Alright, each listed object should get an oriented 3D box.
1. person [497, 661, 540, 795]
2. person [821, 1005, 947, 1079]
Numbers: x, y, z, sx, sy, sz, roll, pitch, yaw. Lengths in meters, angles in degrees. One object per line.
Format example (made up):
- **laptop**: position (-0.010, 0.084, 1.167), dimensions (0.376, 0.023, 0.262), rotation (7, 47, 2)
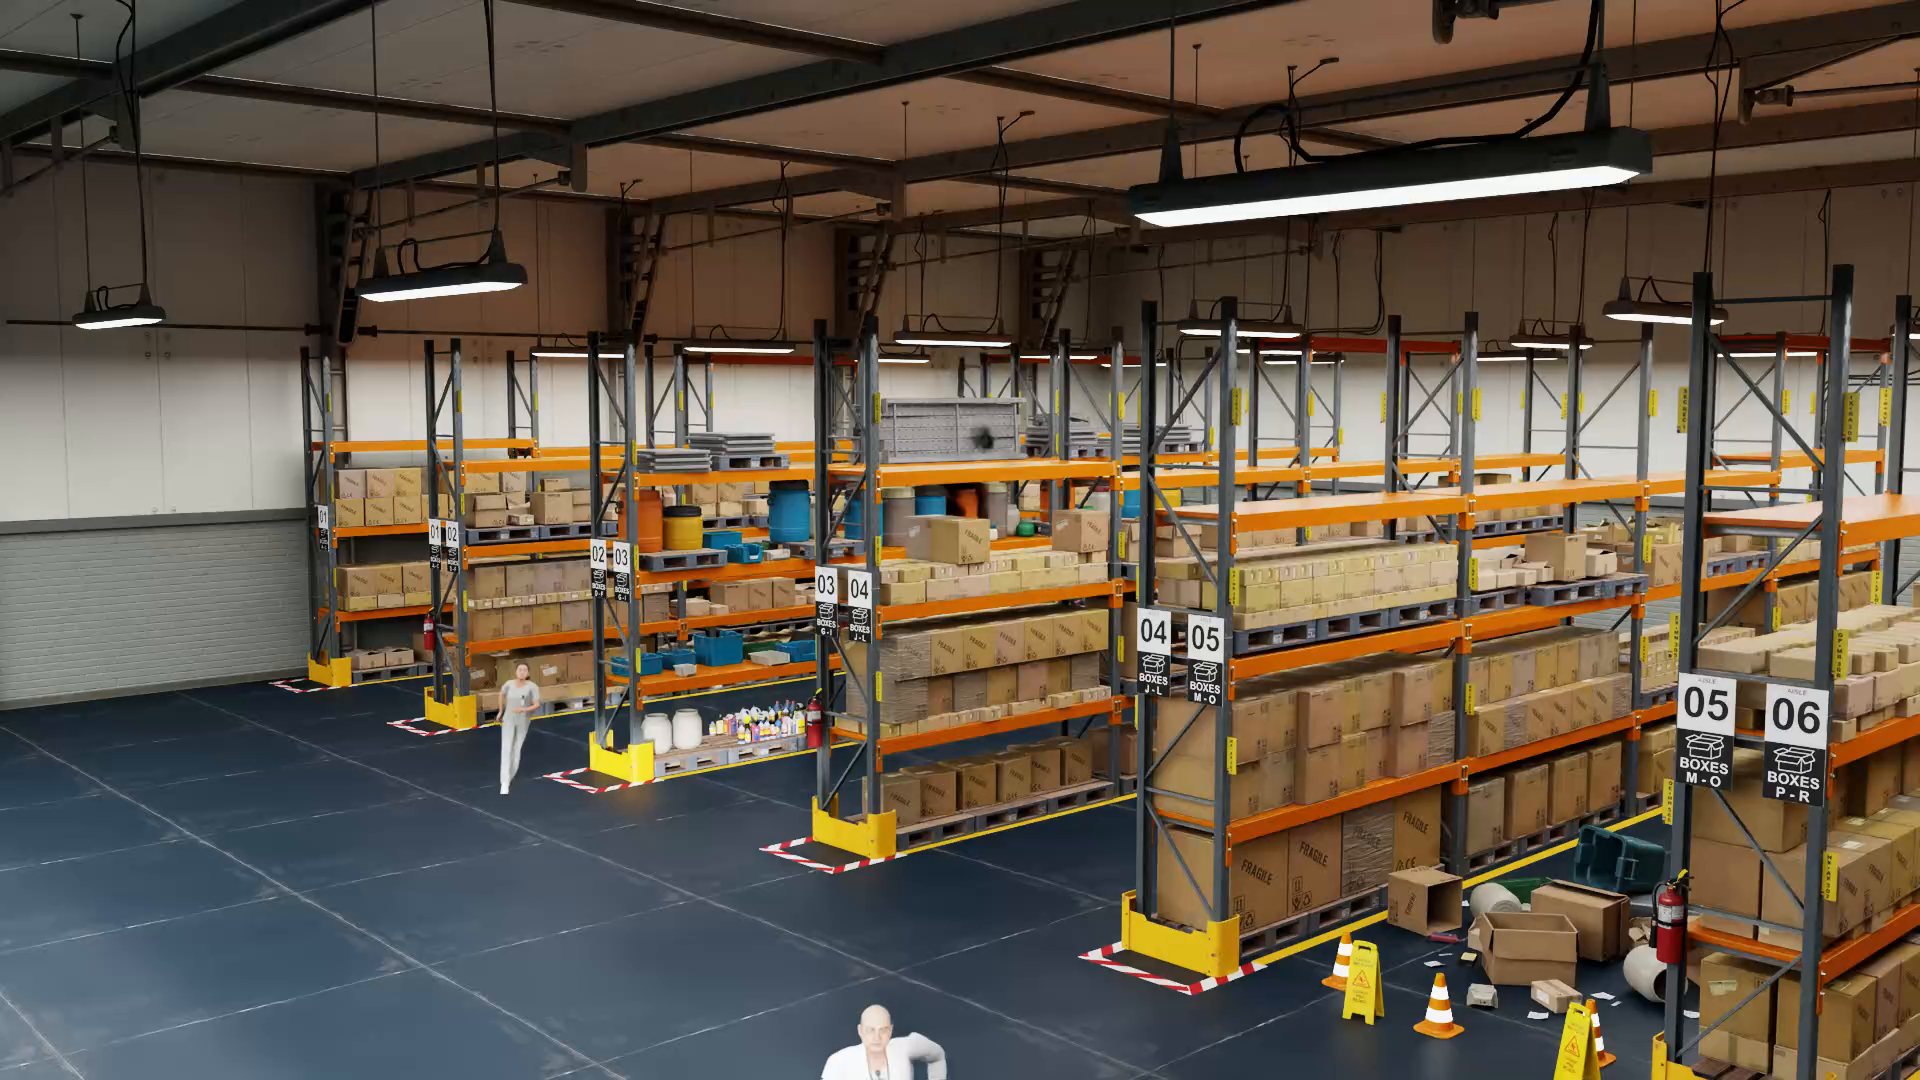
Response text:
- **person**: position (-5.773, 2.416, 21.739), dimensions (0.570, 1.665, 0.850), rotation (-1, 5, -9)
- **person**: position (-0.429, 3.458, 9.379), dimensions (0.753, 1.765, 0.882), rotation (0, 5, -3)
